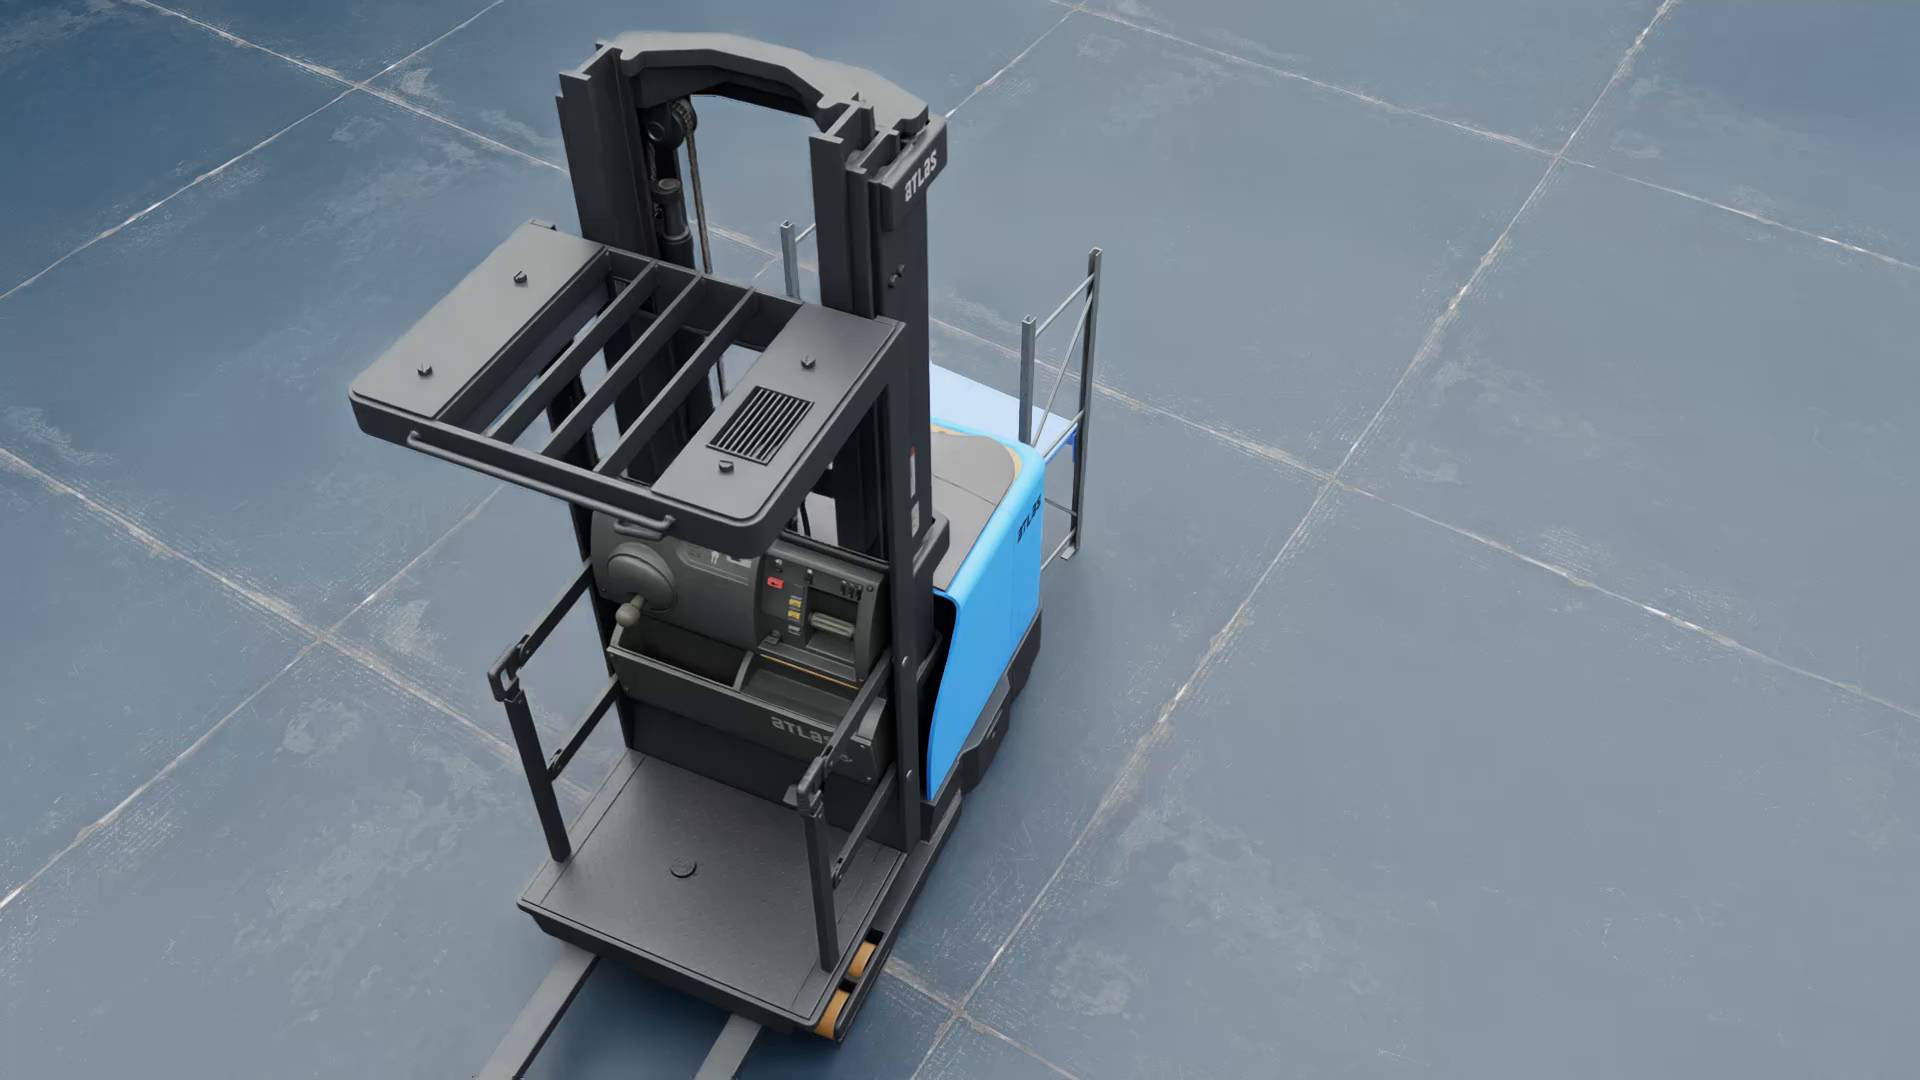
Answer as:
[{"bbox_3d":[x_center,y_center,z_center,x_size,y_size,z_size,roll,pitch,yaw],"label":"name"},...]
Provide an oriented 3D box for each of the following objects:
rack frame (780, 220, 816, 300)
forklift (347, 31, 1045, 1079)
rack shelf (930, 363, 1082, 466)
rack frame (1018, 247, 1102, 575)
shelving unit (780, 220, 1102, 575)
[{"bbox_3d":[-0.500,-0.753,6.657,0.032,1.500,0.500,25,51,22],"label":"rack frame"},{"bbox_3d":[-0.749,0.235,4.699,1.130,2.935,3.031,18,48,16],"label":"forklift"},{"bbox_3d":[-0.072,-0.430,6.595,1.000,0.185,0.538,25,51,22],"label":"rack shelf"},{"bbox_3d":[0.356,-0.359,6.275,0.032,1.500,0.500,25,51,22],"label":"rack frame"},{"bbox_3d":[-0.072,-0.556,6.466,1.048,1.500,0.538,25,51,22],"label":"shelving unit"}]
